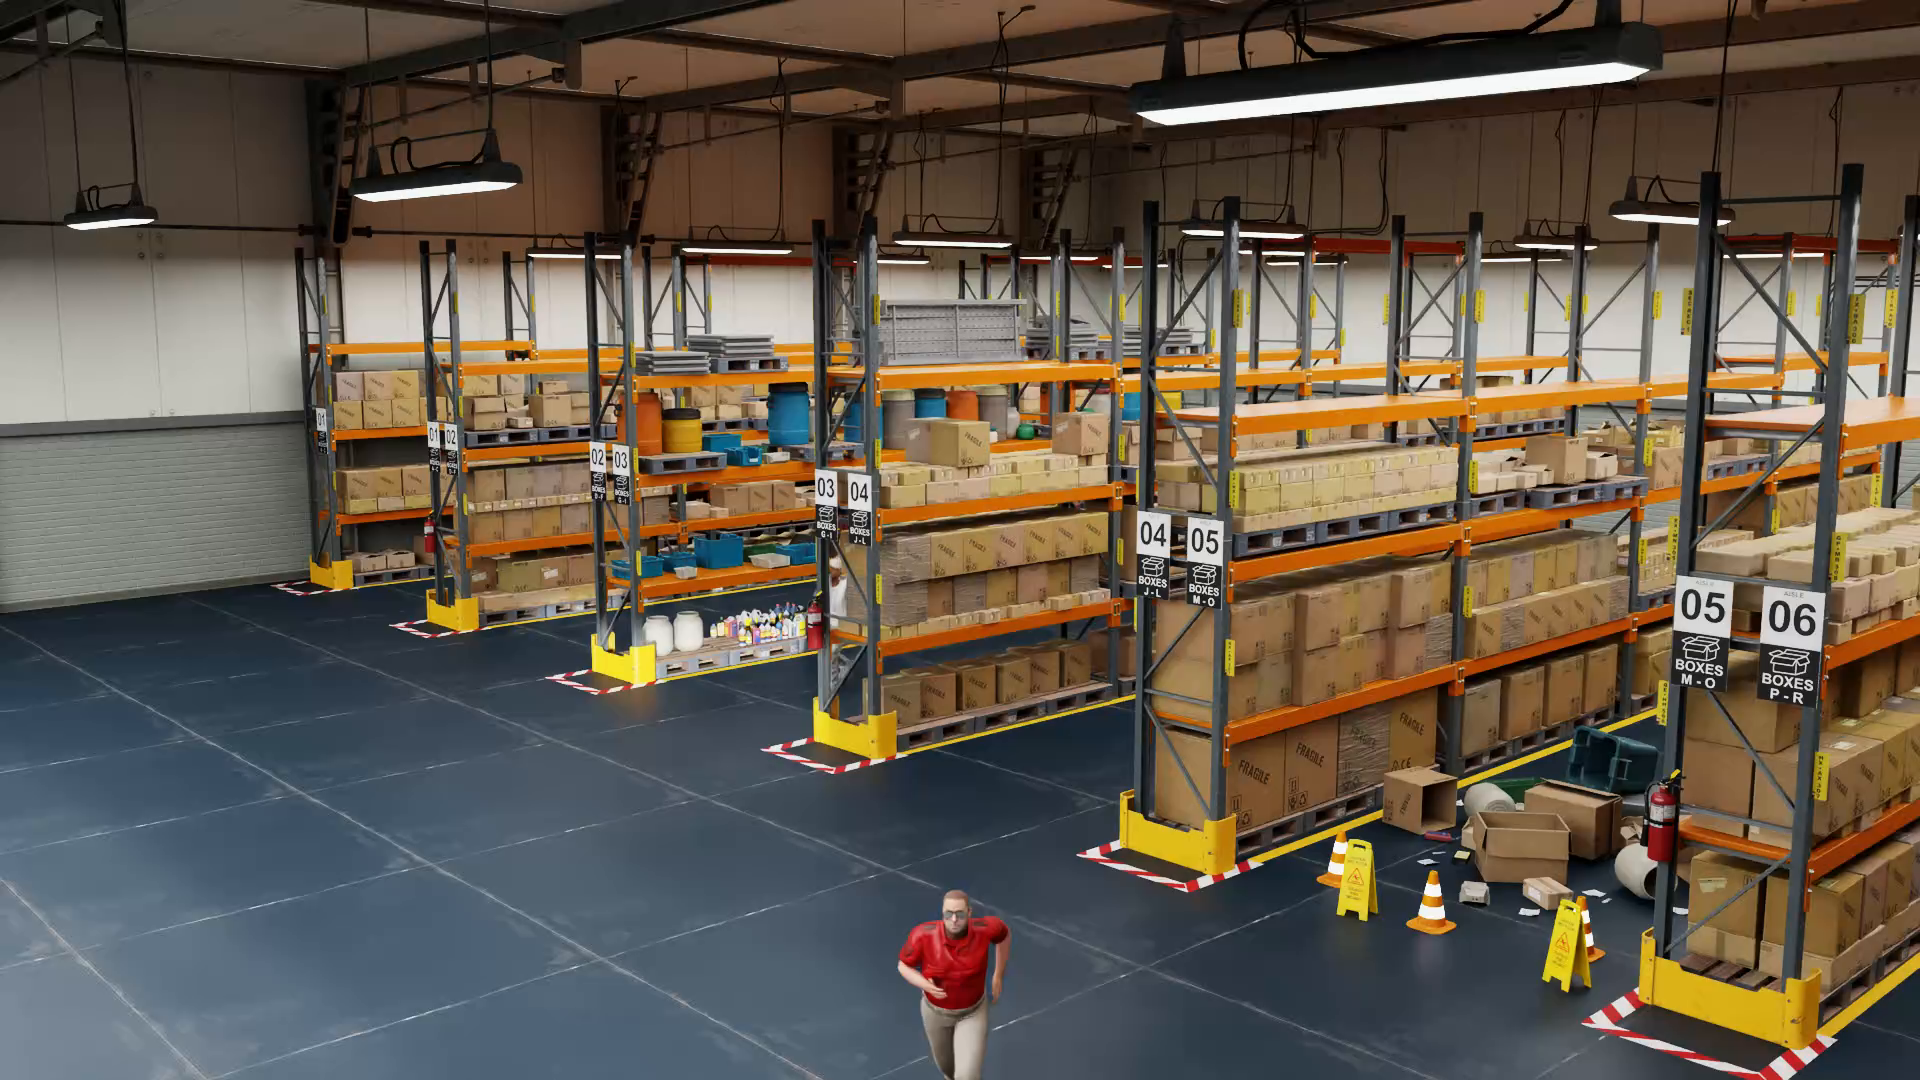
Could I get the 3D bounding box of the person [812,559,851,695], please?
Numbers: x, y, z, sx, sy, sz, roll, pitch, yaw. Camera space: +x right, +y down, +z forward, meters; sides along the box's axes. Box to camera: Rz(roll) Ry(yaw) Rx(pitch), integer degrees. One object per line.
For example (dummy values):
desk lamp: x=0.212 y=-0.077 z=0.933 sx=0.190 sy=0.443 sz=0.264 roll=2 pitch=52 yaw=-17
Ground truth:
person: x=-1.624 y=1.110 z=21.732 sx=0.699 sy=1.759 sz=0.847 roll=4 pitch=9 yaw=28

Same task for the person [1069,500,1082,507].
person: x=2.132 y=-0.469 z=32.474 sx=0.698 sy=1.774 sz=0.853 roll=7 pitch=11 yaw=41

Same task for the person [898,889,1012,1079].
person: x=-0.026 y=2.884 z=10.083 sx=0.658 sy=1.749 sz=1.015 roll=1 pitch=8 yaw=6
